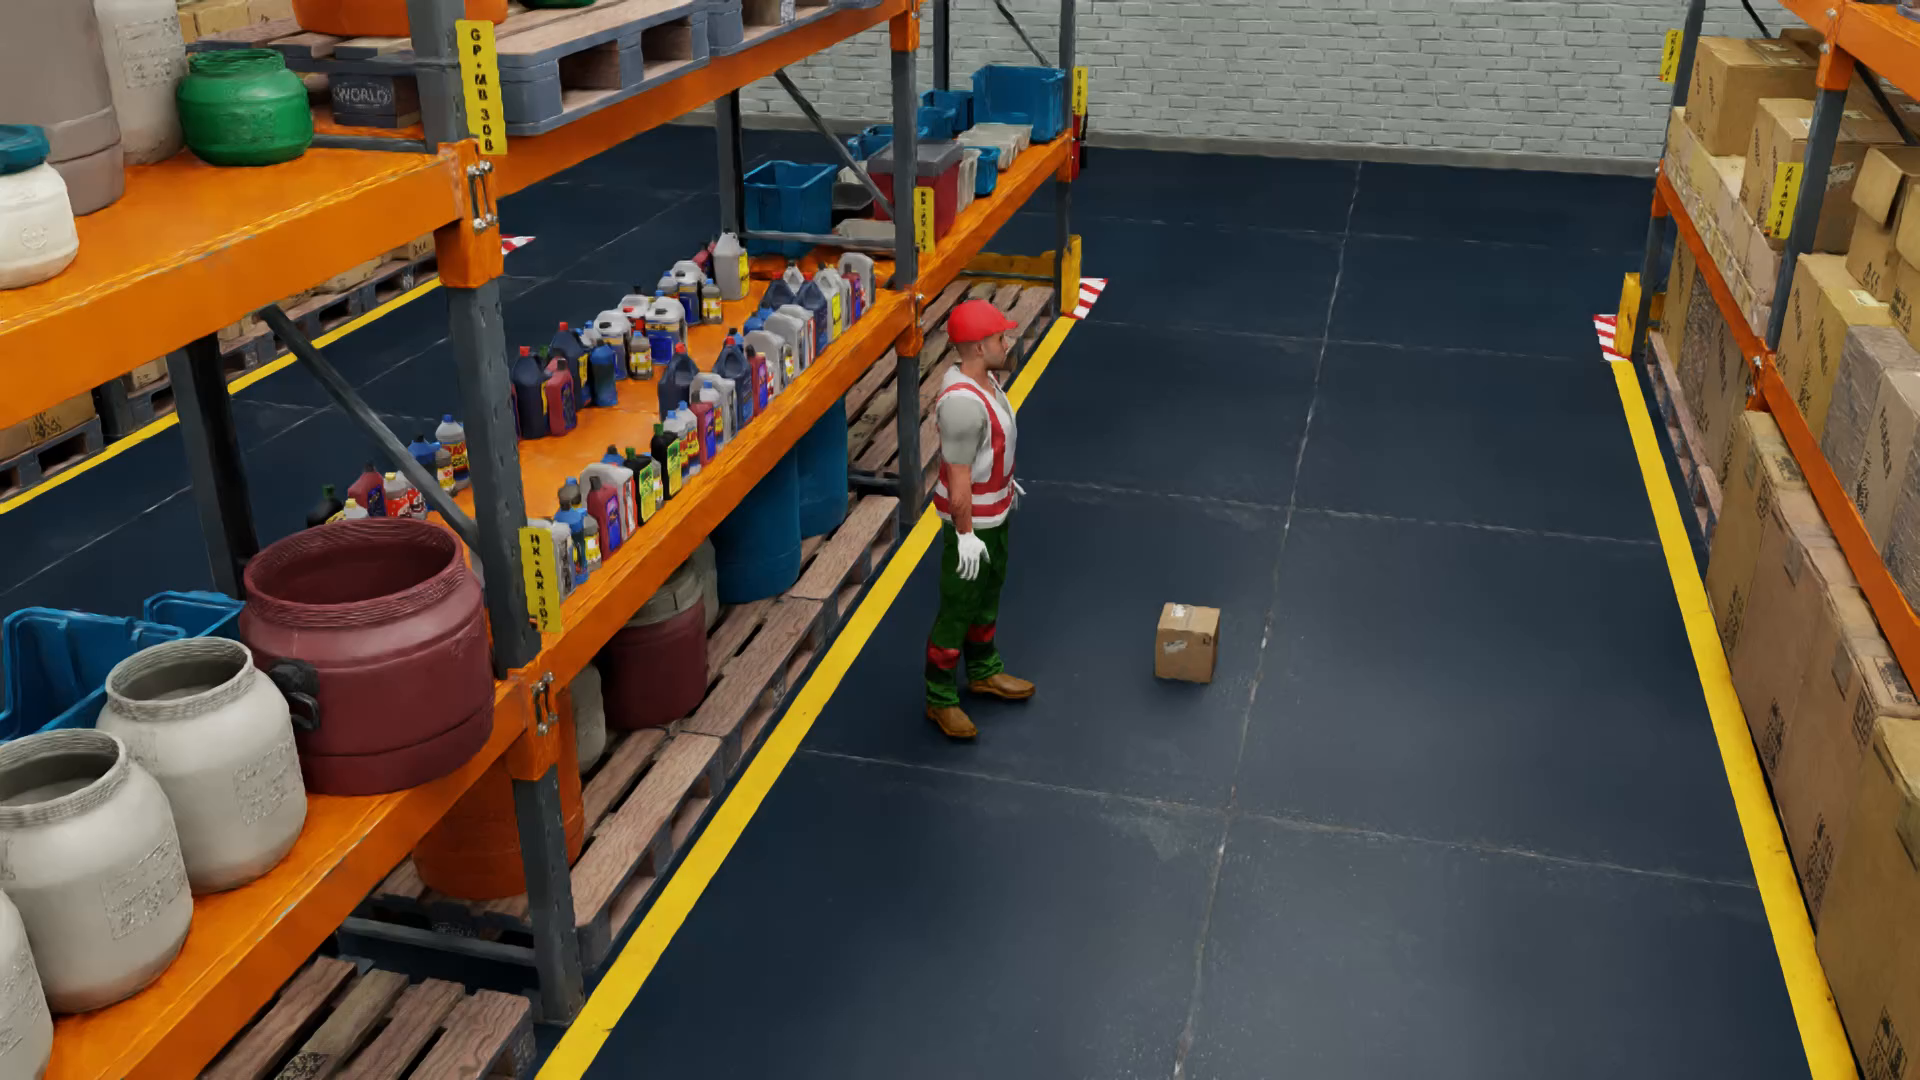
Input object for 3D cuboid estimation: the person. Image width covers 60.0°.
[{"bbox_3d":[0.093,-0.116,6.779,0.445,1.786,0.664,5,25,10],"label":"person"}]
